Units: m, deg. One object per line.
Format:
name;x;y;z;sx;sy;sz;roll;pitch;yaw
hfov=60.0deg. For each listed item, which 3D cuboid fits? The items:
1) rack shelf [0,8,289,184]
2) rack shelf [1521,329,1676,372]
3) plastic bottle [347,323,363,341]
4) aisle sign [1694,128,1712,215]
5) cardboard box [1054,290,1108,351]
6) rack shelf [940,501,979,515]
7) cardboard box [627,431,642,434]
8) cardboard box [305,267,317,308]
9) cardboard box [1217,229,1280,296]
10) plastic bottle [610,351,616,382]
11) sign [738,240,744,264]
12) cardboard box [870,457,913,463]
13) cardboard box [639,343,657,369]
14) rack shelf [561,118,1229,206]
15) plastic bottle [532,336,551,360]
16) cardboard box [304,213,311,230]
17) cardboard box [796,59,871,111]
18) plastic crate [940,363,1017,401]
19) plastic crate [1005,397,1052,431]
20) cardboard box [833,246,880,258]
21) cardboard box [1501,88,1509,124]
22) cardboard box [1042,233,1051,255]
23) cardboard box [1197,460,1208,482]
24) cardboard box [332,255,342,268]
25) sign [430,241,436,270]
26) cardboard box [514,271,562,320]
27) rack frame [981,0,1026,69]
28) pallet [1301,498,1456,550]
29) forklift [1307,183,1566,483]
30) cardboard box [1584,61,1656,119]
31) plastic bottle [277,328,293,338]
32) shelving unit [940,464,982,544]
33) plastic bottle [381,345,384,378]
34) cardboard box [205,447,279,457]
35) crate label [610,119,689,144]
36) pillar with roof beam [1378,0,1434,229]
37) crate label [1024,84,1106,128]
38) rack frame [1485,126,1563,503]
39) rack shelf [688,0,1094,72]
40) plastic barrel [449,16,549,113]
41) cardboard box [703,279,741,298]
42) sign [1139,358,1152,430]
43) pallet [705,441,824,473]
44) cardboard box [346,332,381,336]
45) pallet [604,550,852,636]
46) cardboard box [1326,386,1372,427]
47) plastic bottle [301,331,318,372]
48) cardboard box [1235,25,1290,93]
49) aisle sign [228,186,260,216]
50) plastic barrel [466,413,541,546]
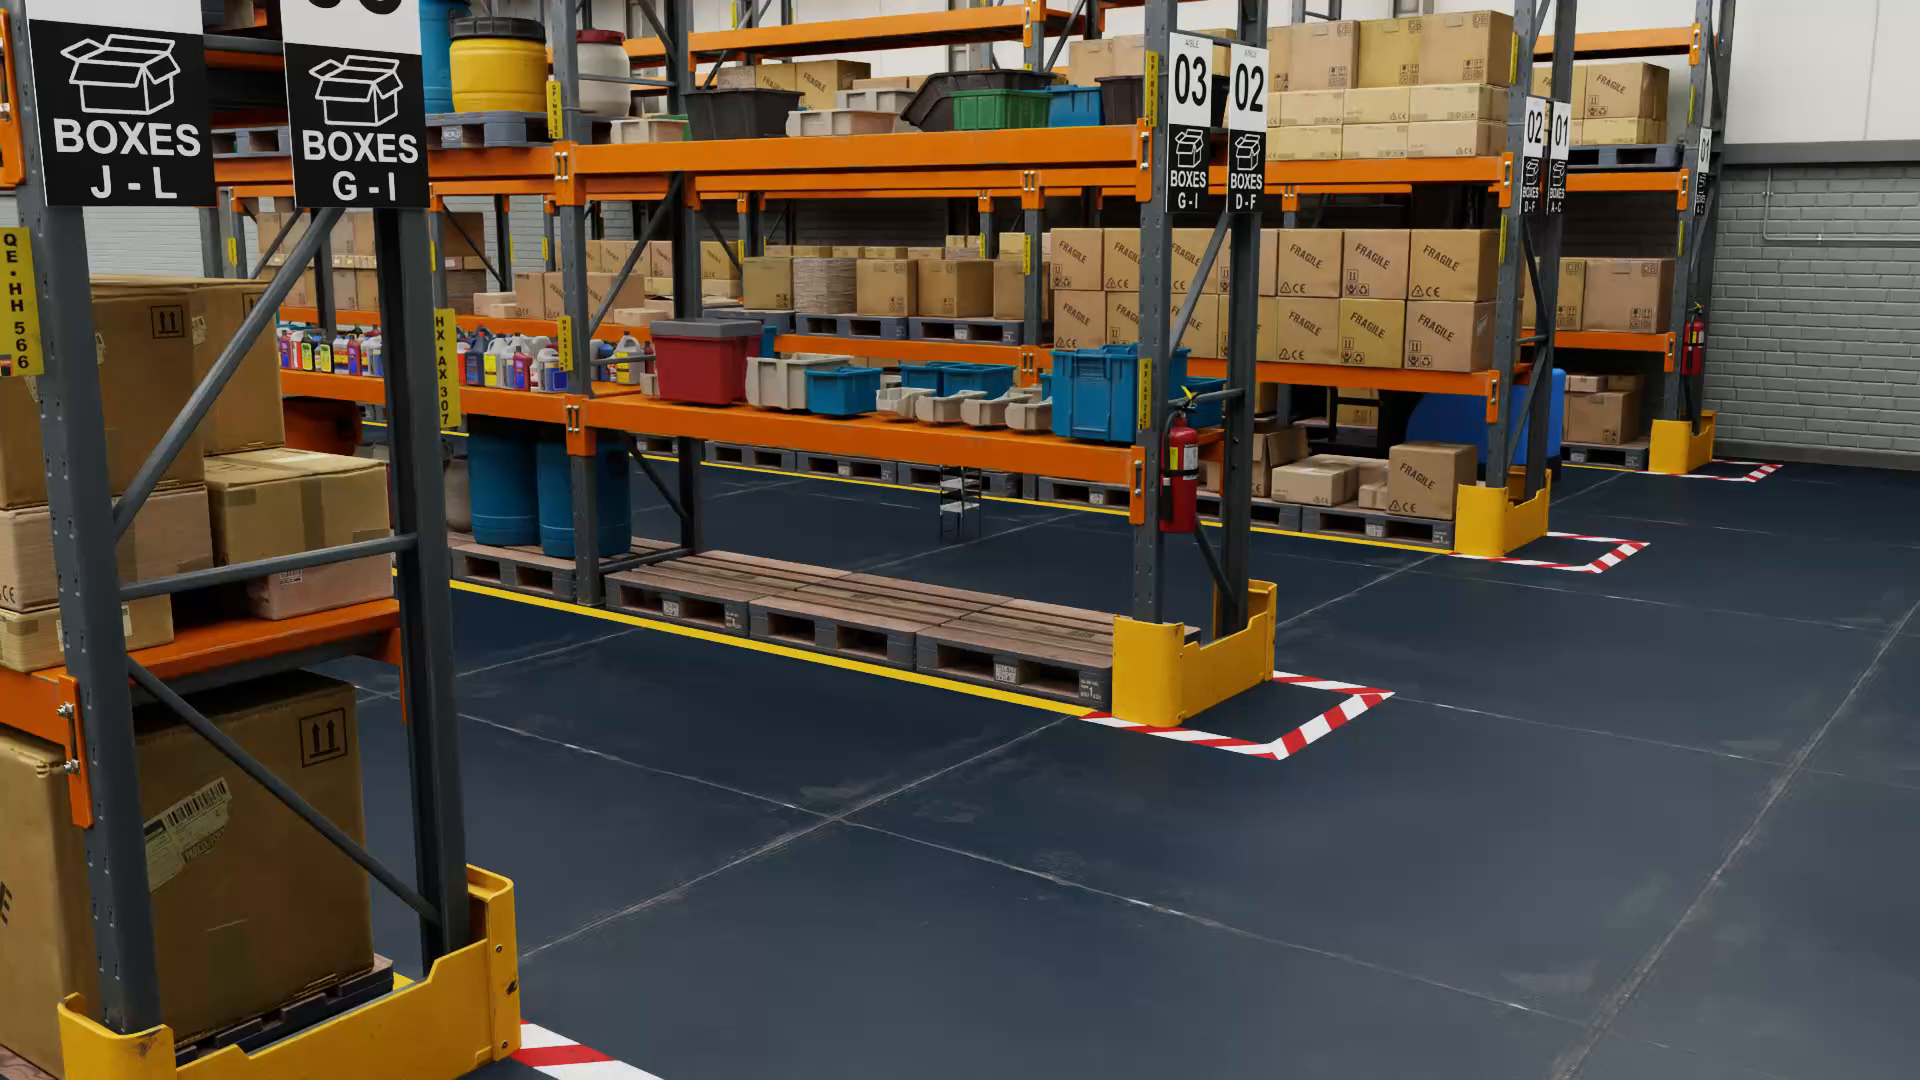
rack shelf;-3.373;-1.269;5.190;4.000;0.370;1.077;8;13;36
rack shelf;5.422;-2.071;17.234;4.000;0.370;1.077;8;13;36
plastic bottle;-4.699;-1.545;12.926;0.133;0.283;0.061;8;13;36
aisle sign;6.915;-3.422;15.477;0.004;0.787;0.394;8;13;36
cardboard box;1.131;-1.841;13.884;0.500;0.500;0.500;8;14;37
rack shelf;0.007;-0.231;12.480;0.200;0.077;0.258;8;13;36
cardboard box;-3.329;-1.276;17.361;0.500;0.250;0.500;8;13;35
cardboard box;-7.599;-3.119;20.494;0.500;0.500;0.700;8;14;36
cardboard box;2.341;-2.161;12.907;0.500;0.500;0.500;8;14;37
plastic bottle;-2.308;-1.167;11.188;0.097;0.201;0.097;0;11;0
sign;-2.953;-3.890;22.461;0.005;0.325;0.100;8;13;36
cardboard box;-0.484;-1.004;15.247;0.500;0.500;0.500;8;14;36
cardboard box;-4.336;-2.742;24.226;0.500;0.500;0.700;7;13;32
rack shelf;-0.442;-2.027;9.109;4.000;0.370;1.077;8;13;36
plastic bottle;-2.948;-1.286;11.608;0.135;0.276;0.152;8;13;36
cardboard box;-7.546;-3.751;20.341;0.500;0.500;0.700;8;14;36
cardboard box;-1.173;-4.188;15.489;0.500;0.500;0.500;8;13;36
plastic crate;0.105;-0.857;9.343;0.300;0.233;0.416;8;13;36
plastic crate;0.406;-0.647;8.513;0.243;0.136;0.396;8;13;36
cardboard box;-1.252;-3.618;21.914;0.500;0.500;0.700;10;15;43
cardboard box;3.845;-3.183;12.267;0.500;0.250;0.500;8;13;36
cardboard box;1.233;-3.522;19.762;0.500;0.250;0.500;8;13;35
cardboard box;2.113;-0.682;14.077;0.500;0.311;0.500;8;13;36
cardboard box;-7.364;-3.357;20.016;0.250;0.149;0.380;8;14;36
sign;-5.894;-3.169;18.525;0.005;0.325;0.100;8;13;36
cardboard box;-4.533;-2.691;18.280;0.500;0.500;0.500;9;14;40
rack frame;0.586;-6.045;20.082;0.127;3.000;1.000;8;13;36
pallet;3.401;-0.170;12.853;1.213;0.211;1.003;8;13;36
forklift;3.935;-2.020;15.255;3.031;2.935;1.130;9;14;39
cardboard box;6.283;-4.263;15.821;0.500;0.500;0.500;8;13;35
plastic bottle;-5.030;-1.447;12.437;0.135;0.276;0.152;8;13;36
shelving unit;0.007;-0.441;12.439;0.210;0.900;0.258;8;13;36
plastic bottle;-3.876;-1.286;11.408;0.185;0.351;0.144;8;13;36
cardboard box;-2.411;-0.150;5.019;0.500;0.250;0.500;8;13;35
crate label;-1.830;-2.377;9.715;0.466;0.136;0.293;8;13;36
pillar with roof beam;2.338;-4.990;14.629;0.400;9.000;9.100;8;13;36
crate label;0.618;-2.236;8.684;0.502;0.251;0.408;8;13;36
rack frame;4.105;-1.441;12.081;0.127;3.000;1.000;8;13;36
rack shelf;-0.731;-4.511;15.104;4.000;0.370;1.077;8;13;36
plastic barrel;-2.909;-2.976;10.515;0.600;0.588;0.600;0;11;0
cardboard box;-3.199;-3.492;23.024;0.500;0.250;0.500;8;14;36
sign;0.858;-0.677;7.703;0.005;0.325;0.100;8;13;36
pallet;-1.763;-0.882;16.531;1.213;0.211;1.003;8;13;36
cardboard box;-7.368;-2.339;20.883;0.500;0.500;0.500;8;13;36
pallet;-1.438;0.313;10.356;1.213;0.211;1.003;8;13;36
cardboard box;4.352;-1.529;18.009;0.500;0.500;0.700;8;14;36
plastic bottle;-4.666;-1.353;11.933;0.133;0.283;0.061;8;13;36
cardboard box;2.515;-3.688;12.905;0.500;0.500;0.700;8;13;36
aisle sign;-9.025;-4.477;20.928;0.004;0.787;0.394;8;13;36
plastic barrel;-3.053;-0.452;11.388;0.708;0.901;0.600;8;13;36
